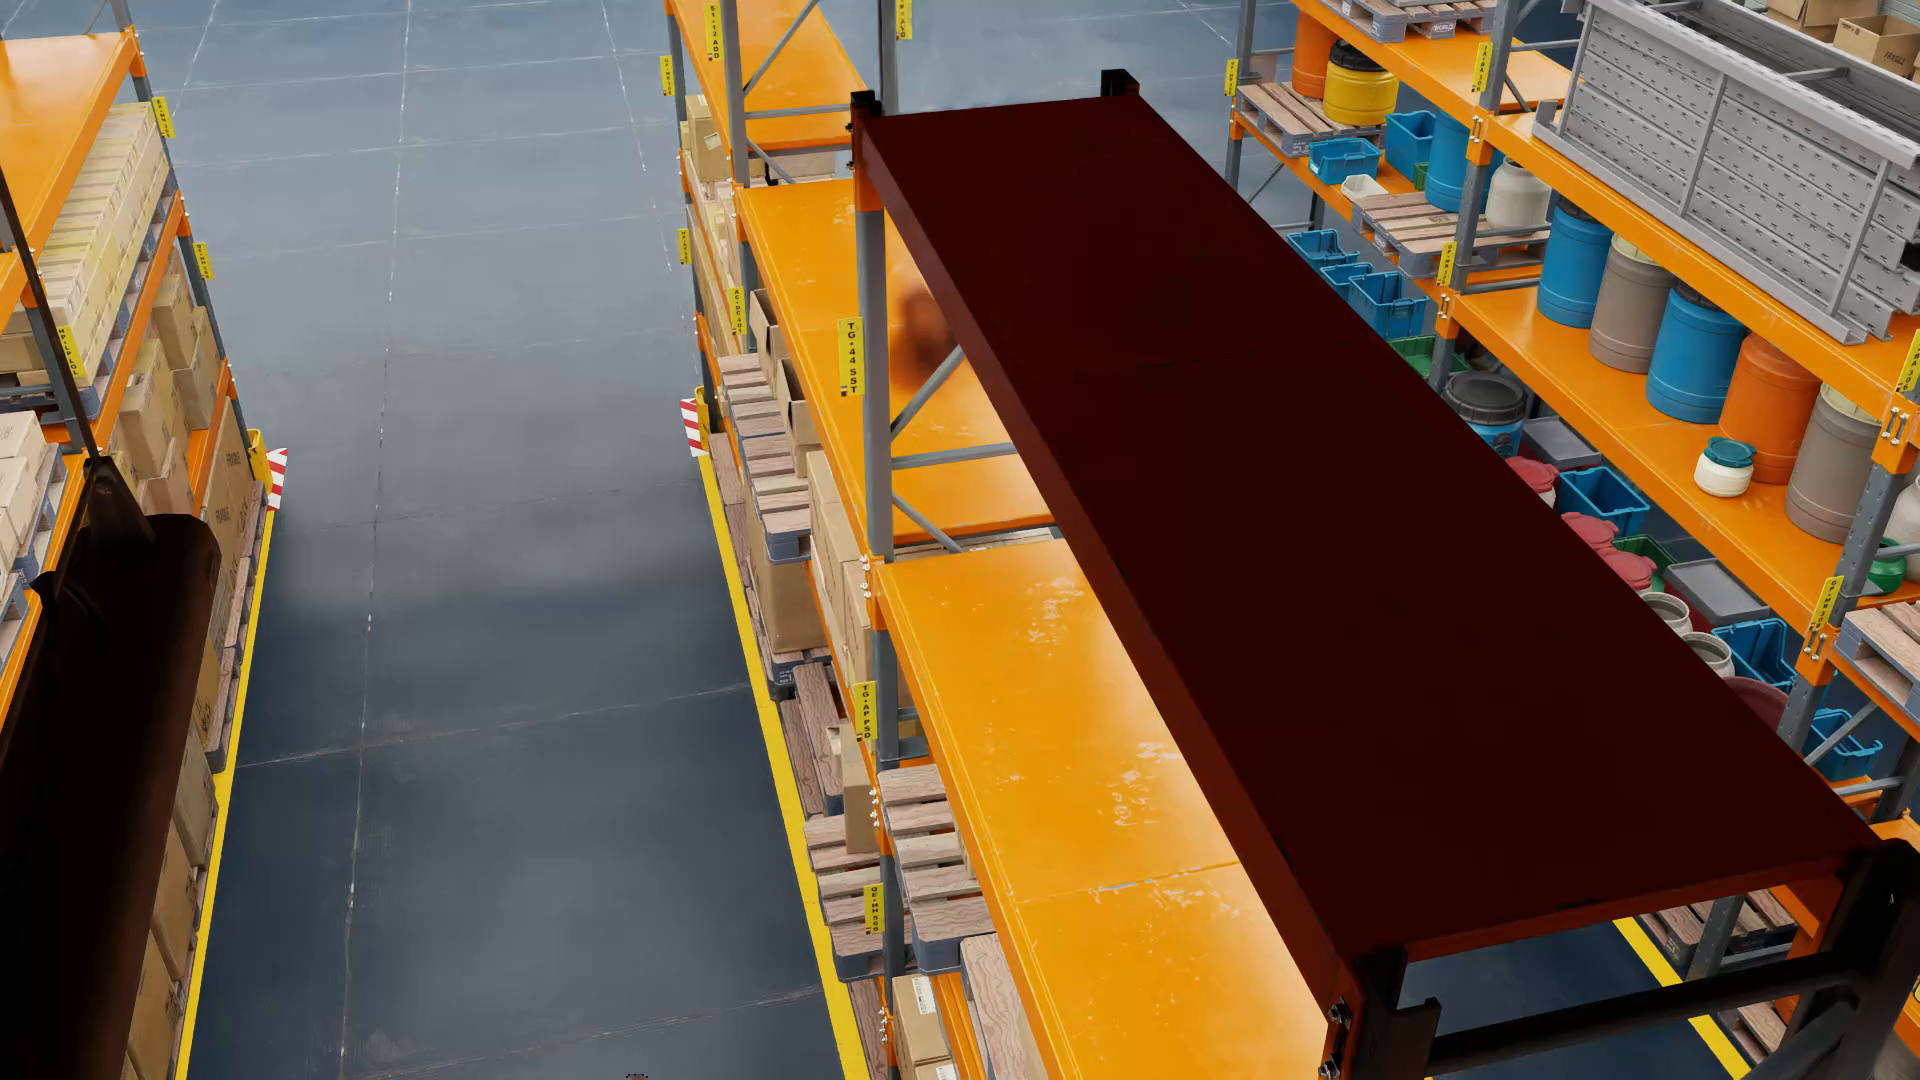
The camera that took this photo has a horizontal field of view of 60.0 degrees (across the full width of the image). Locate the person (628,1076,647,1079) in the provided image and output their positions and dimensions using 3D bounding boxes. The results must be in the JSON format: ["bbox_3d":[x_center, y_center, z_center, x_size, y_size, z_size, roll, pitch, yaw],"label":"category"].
[{"bbox_3d":[-1.505,3.157,8.090,0.514,1.616,0.653,-9,35,-13],"label":"person"}]

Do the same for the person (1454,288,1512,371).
[{"bbox_3d":[4.779,-1.945,15.434,0.718,1.759,0.939,-13,36,-18],"label":"person"}]
